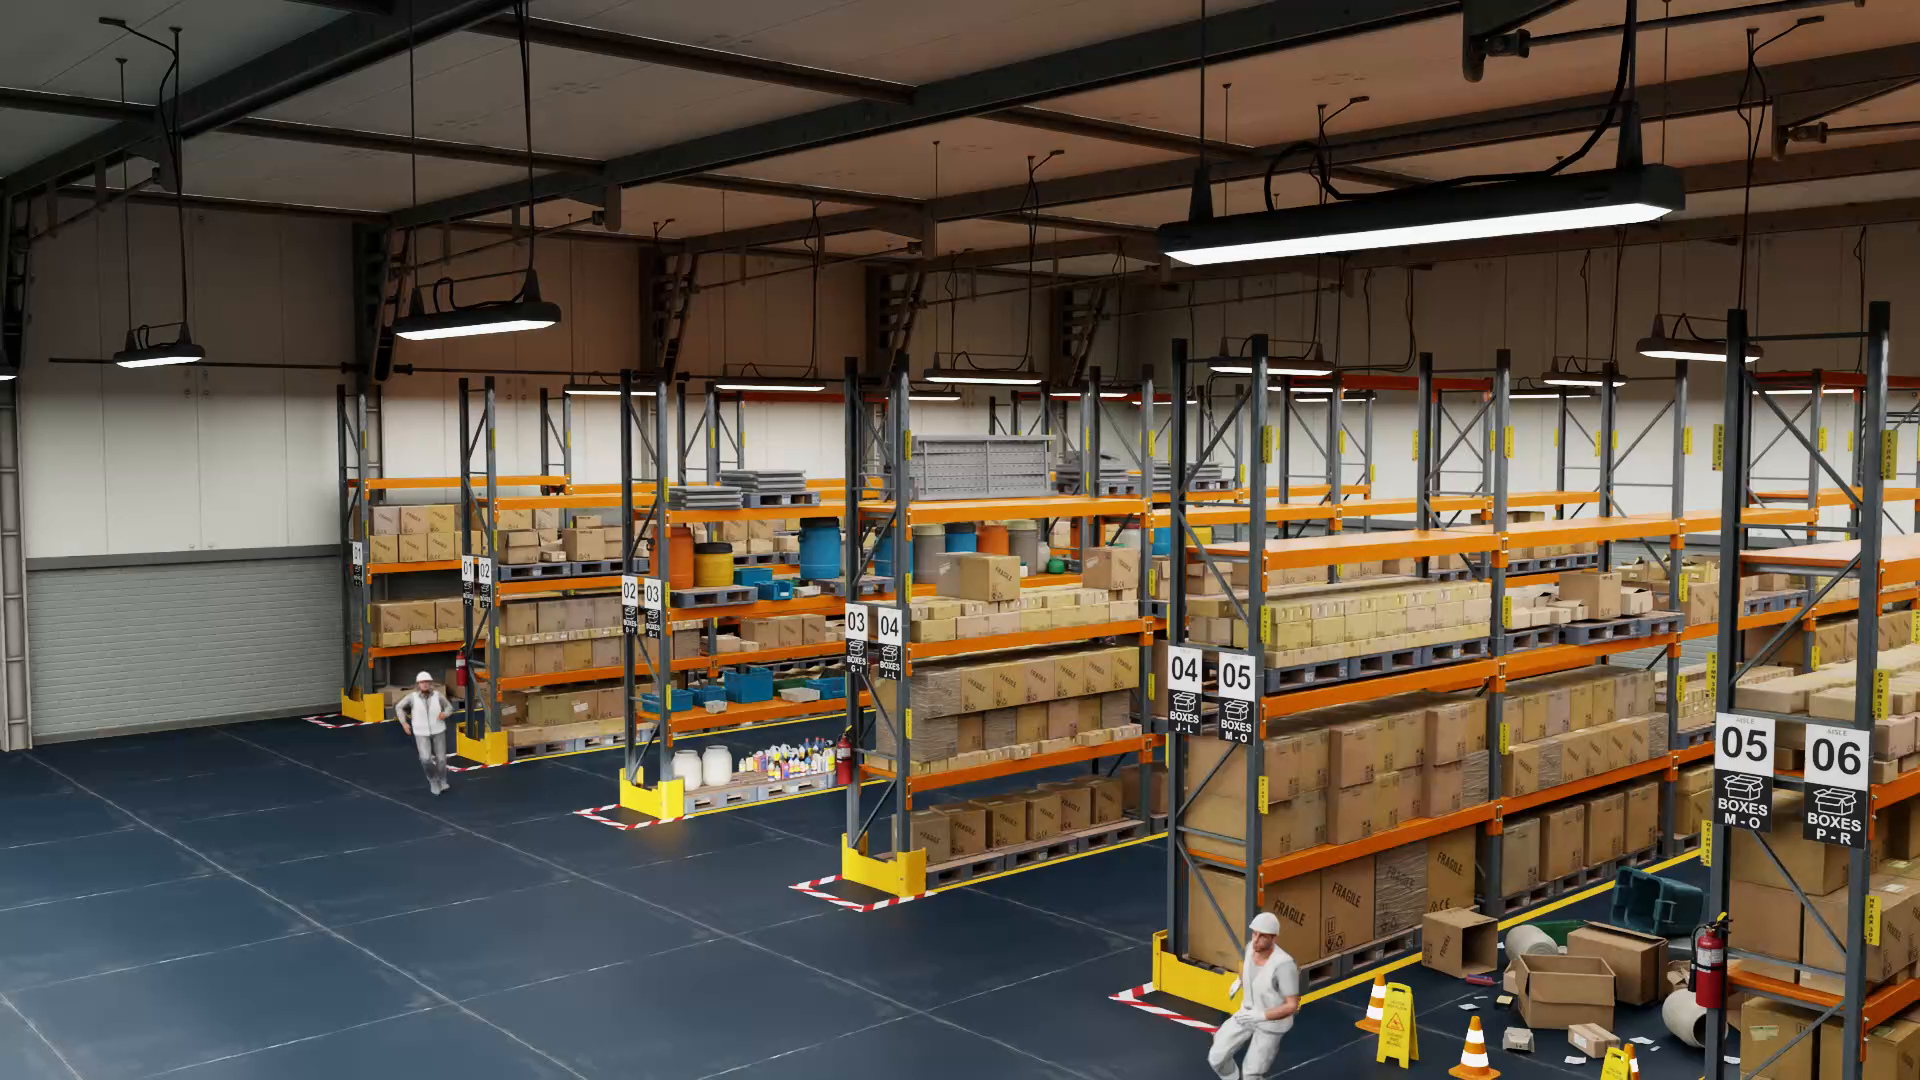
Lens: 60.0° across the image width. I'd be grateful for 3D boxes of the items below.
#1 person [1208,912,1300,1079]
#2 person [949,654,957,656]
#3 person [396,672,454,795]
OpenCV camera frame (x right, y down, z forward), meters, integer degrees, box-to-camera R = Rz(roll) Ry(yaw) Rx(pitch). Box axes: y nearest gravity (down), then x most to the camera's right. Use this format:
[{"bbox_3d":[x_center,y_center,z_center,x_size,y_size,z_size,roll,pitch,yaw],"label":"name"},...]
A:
[{"bbox_3d":[2.142,3.530,12.181,0.714,1.691,0.846,-4,5,-45],"label":"person"},{"bbox_3d":[0.014,2.395,28.458,0.867,1.788,0.749,-1,4,-21],"label":"person"},{"bbox_3d":[-7.576,2.745,23.594,0.780,1.769,0.651,-2,4,-23],"label":"person"}]
